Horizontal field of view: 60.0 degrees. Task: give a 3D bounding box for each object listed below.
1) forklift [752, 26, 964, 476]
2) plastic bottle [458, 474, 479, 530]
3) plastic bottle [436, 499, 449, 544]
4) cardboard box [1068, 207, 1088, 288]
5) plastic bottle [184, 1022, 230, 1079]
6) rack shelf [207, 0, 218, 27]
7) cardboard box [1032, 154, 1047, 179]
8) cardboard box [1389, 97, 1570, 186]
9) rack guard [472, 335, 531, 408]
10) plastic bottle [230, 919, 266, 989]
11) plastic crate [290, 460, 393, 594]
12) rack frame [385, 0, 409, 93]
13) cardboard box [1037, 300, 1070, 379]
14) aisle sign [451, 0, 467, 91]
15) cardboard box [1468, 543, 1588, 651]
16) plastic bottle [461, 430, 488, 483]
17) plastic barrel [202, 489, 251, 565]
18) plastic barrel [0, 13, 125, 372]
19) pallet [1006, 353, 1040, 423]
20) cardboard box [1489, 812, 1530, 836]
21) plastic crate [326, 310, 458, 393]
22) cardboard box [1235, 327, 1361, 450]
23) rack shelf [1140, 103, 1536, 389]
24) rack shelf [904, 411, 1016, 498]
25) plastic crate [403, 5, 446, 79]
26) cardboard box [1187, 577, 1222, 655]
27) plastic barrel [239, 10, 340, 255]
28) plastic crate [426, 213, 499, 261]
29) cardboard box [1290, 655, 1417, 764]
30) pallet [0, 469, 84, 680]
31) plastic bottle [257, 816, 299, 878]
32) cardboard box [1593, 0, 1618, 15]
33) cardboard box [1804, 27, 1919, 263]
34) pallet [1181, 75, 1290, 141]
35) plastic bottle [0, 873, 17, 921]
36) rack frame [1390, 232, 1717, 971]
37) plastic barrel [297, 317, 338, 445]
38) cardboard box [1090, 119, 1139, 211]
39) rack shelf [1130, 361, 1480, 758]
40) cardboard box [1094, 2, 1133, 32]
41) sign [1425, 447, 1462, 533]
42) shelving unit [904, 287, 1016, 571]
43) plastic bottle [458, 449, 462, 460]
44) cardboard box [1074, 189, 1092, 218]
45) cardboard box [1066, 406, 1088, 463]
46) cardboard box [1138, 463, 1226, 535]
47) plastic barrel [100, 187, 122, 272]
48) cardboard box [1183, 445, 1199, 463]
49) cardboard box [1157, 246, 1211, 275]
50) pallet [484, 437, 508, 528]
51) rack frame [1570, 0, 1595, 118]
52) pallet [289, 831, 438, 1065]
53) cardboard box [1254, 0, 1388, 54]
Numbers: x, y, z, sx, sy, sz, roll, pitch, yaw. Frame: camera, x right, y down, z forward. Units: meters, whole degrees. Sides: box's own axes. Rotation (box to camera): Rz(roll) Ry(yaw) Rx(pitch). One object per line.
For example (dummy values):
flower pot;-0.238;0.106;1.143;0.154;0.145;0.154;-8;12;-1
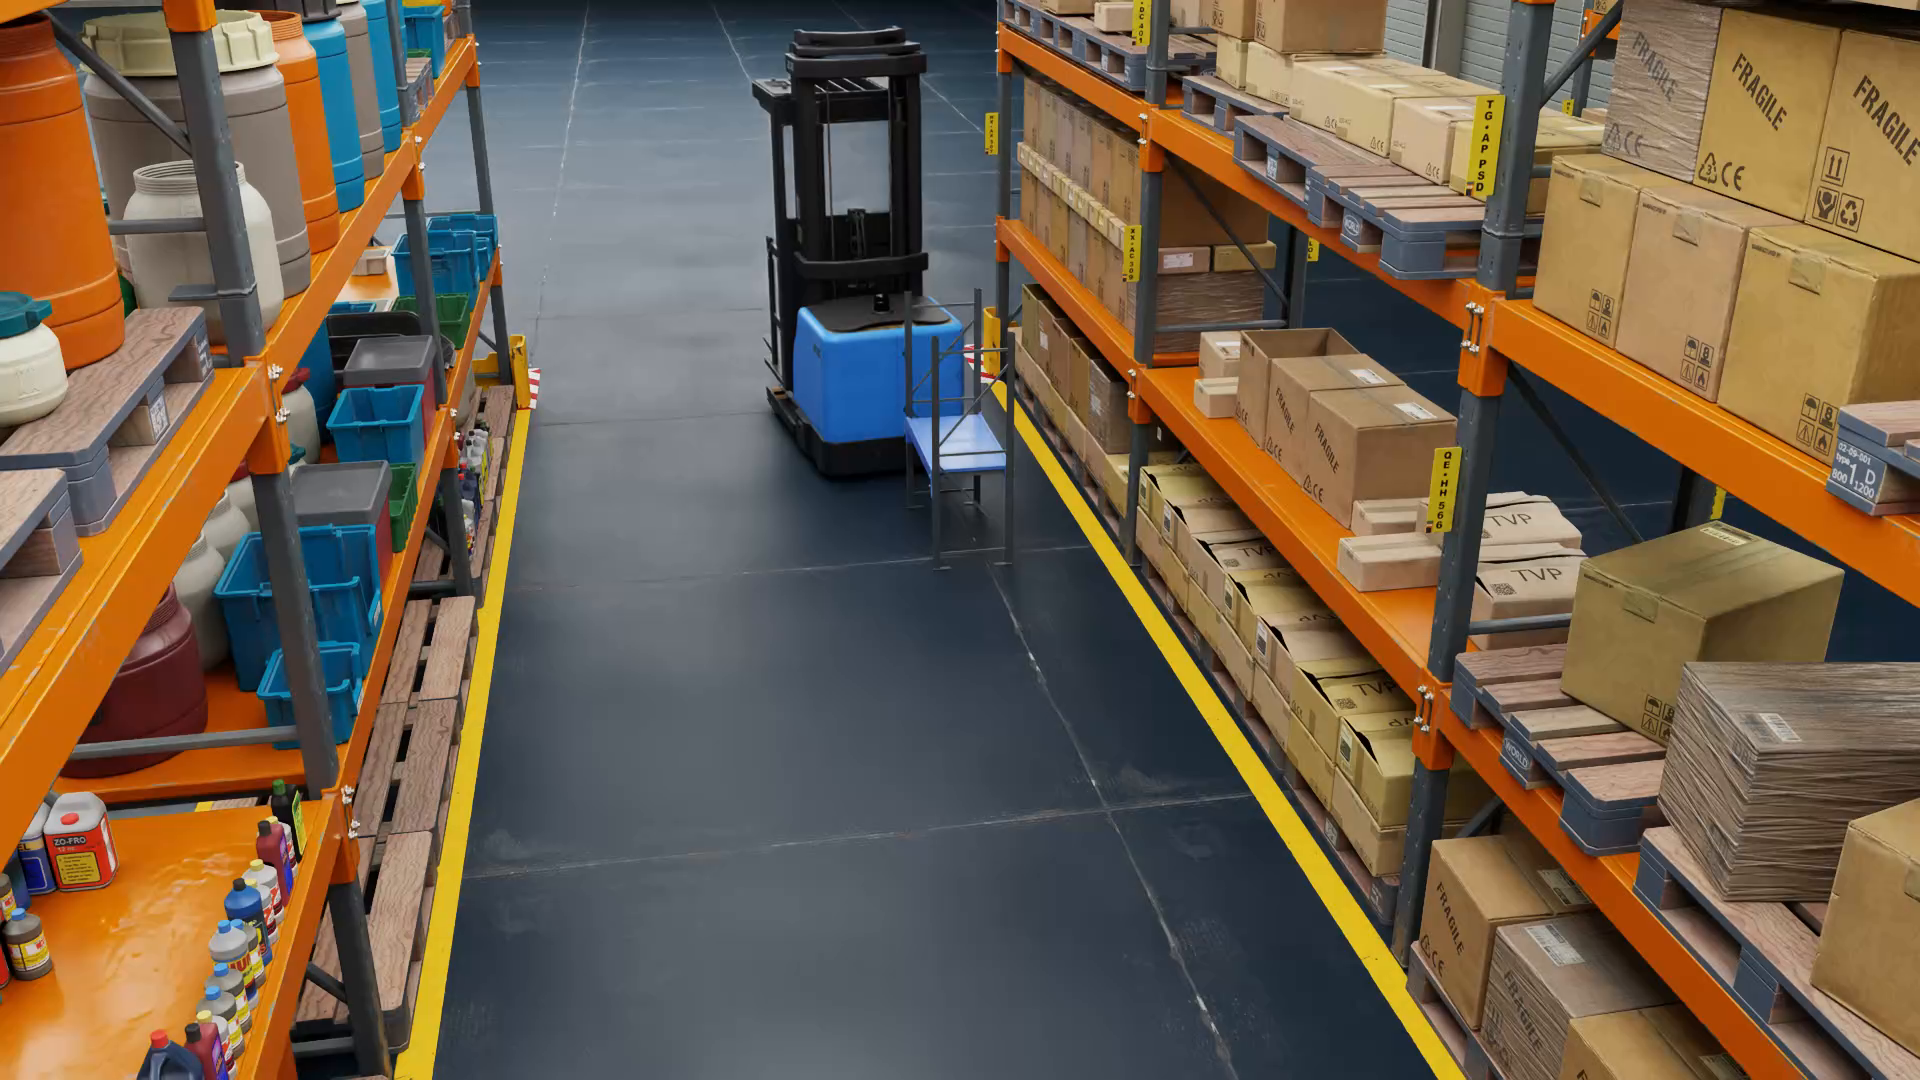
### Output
forklift;-0.892;-2.355;12.480;1.130;2.935;3.031;-7;25;-16
plastic bottle;-3.072;-0.233;10.296;0.144;0.351;0.185;-4;24;-8
plastic bottle;-3.150;-0.129;10.141;0.061;0.283;0.133;-4;24;-10
cardboard box;1.161;-2.088;11.658;0.700;0.500;0.500;-4;24;-8
plastic bottle;-1.886;1.307;4.156;0.061;0.283;0.133;-4;24;-10
rack shelf;-2.961;-2.347;6.278;1.077;0.370;4.000;-4;24;-10
cardboard box;0.755;-2.807;12.493;0.380;0.149;0.250;-4;24;-10
cardboard box;2.024;-1.566;6.504;0.500;0.250;0.500;-4;24;-8
rack guard;-4.010;-1.299;13.099;1.175;0.500;0.348;-4;24;-10
plastic bottle;-1.997;1.147;4.624;0.097;0.201;0.097;0;24;0
plastic crate;-2.589;-0.011;6.948;0.402;0.464;0.583;-4;24;-10
rack frame;-3.331;-3.646;7.856;1.000;3.000;0.127;-4;24;-10
cardboard box;0.878;-1.492;12.392;0.500;0.500;0.500;-4;24;-10
aisle sign;-3.792;-3.712;12.254;0.394;0.787;0.004;-4;24;-10
cardboard box;2.253;0.206;6.643;0.500;0.311;0.500;-3;24;-6
plastic bottle;-3.220;-0.548;11.016;0.144;0.351;0.185;-3;24;-8
plastic barrel;-3.069;0.070;6.701;0.421;0.512;0.421;0;24;0
plastic barrel;-2.489;-0.864;4.172;0.600;0.830;0.708;-4;24;-10
pallet;0.981;-1.260;13.371;1.003;0.211;1.213;-4;24;-10
cardboard box;2.469;1.151;7.278;0.500;0.250;0.500;-4;24;-10
plastic crate;-3.302;-1.084;9.562;0.767;0.338;0.504;-4;24;-10
cardboard box;1.761;-0.798;8.703;0.500;0.500;0.500;-3;24;-6
rack shelf;1.908;-1.521;7.635;1.077;0.370;4.000;-4;24;-10
rack shelf;-0.016;-0.556;10.599;0.538;0.185;1.000;-4;24;-10
plastic crate;-3.422;-3.110;10.395;0.392;0.384;0.575;-4;24;-10
cardboard box;1.561;0.387;9.027;0.500;0.250;0.500;-5;24;-11
plastic barrel;-2.650;-1.492;6.133;0.600;0.830;0.708;-4;24;-10
plastic crate;-3.684;-2.228;12.288;0.499;0.251;0.616;-4;24;-10
cardboard box;1.836;0.730;7.541;0.500;0.311;0.500;-5;24;-11
pallet;-2.305;0.215;2.999;1.003;0.211;1.213;-4;24;-10
plastic bottle;-2.094;0.942;5.095;0.097;0.201;0.097;0;24;0
cardboard box;5.482;-4.483;13.370;0.500;0.500;0.500;-4;24;-8
cardboard box;2.541;-0.994;4.157;0.500;0.500;0.500;-4;24;-10
pallet;1.714;-2.203;8.538;0.805;0.209;1.217;-5;24;-12
plastic bottle;-2.816;1.047;4.852;0.097;0.201;0.097;0;24;0
rack frame;2.278;0.311;6.290;1.000;3.000;0.127;-4;24;-10
plastic barrel;-3.557;-0.952;8.557;0.600;0.901;0.708;-4;24;-10
cardboard box;1.263;-2.472;10.917;0.700;0.500;0.500;-4;24;-10
rack shelf;1.908;-0.146;8.235;1.077;0.370;4.000;-4;24;-10
cardboard box;1.046;-3.233;10.270;0.380;0.149;0.250;-4;24;-10
sign;1.733;-0.177;5.961;0.100;0.325;0.005;-4;24;-10
shelving unit;-0.016;-0.721;10.527;0.538;1.500;1.048;-4;24;-10
plastic bottle;-3.374;-0.527;11.157;0.097;0.201;0.097;0;24;0
cardboard box;0.992;-2.300;11.334;0.380;0.149;0.250;-4;24;-8
cardboard box;1.048;-0.754;11.639;0.500;0.250;0.500;-4;24;-10
cardboard box;1.370;-0.271;9.832;0.500;0.311;0.500;-4;24;-10
plastic barrel;-3.056;-1.118;5.987;0.301;0.262;0.301;0;24;0
cardboard box;1.760;-0.744;10.679;0.500;0.500;0.500;-4;24;-10
cardboard box;1.277;-1.696;9.951;0.380;0.149;0.250;-4;24;-10
pallet;-3.643;-0.367;11.327;1.003;0.211;1.213;-4;24;-10
rack frame;5.666;-3.204;14.338;1.000;3.000;0.127;-4;24;-10
pallet;-2.696;1.647;6.716;1.003;0.211;1.213;-4;24;-10
cardboard box;1.741;-2.636;8.017;0.500;0.500;0.500;-2;24;-5
